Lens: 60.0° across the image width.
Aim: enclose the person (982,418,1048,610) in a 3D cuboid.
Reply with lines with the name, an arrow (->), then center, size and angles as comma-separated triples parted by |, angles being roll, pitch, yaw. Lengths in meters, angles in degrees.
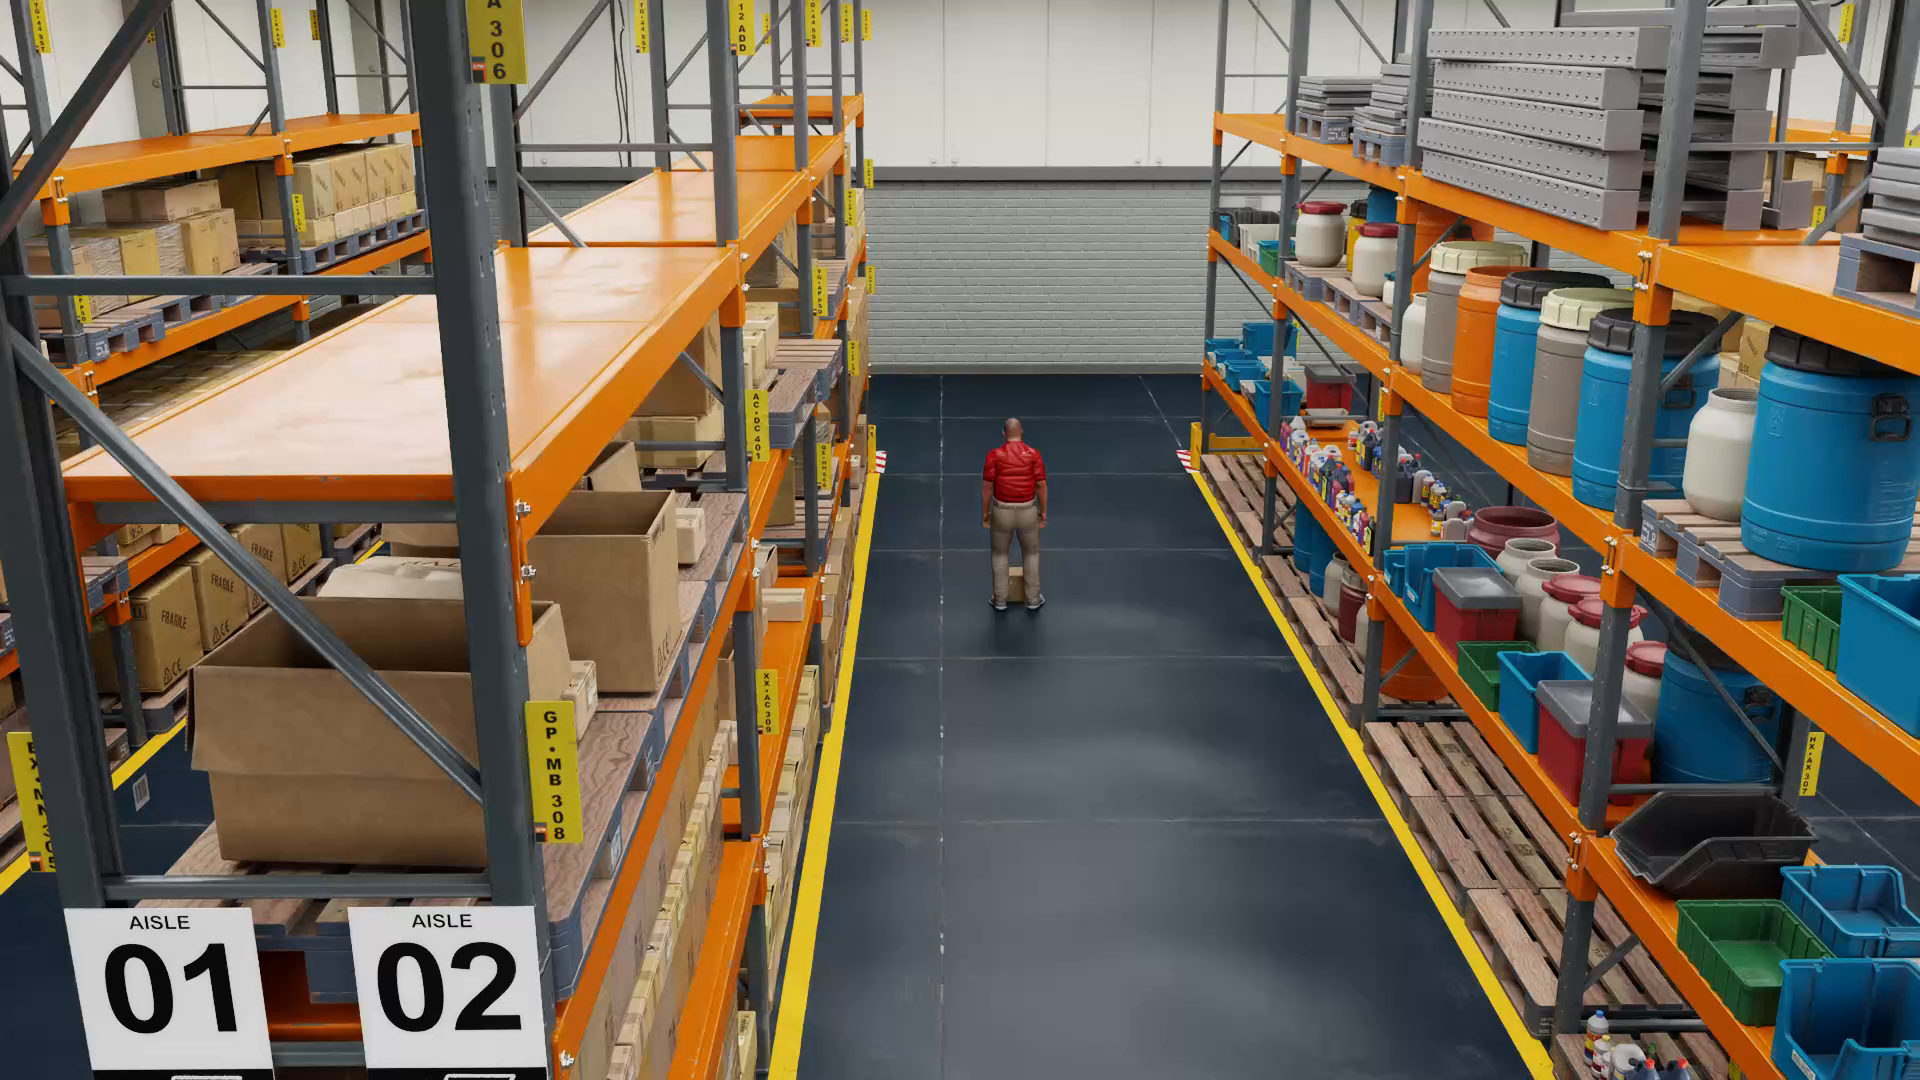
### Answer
person -> 0.484, -0.228, 14.812 | 0.587, 1.727, 0.394 | 0, 17, 0
